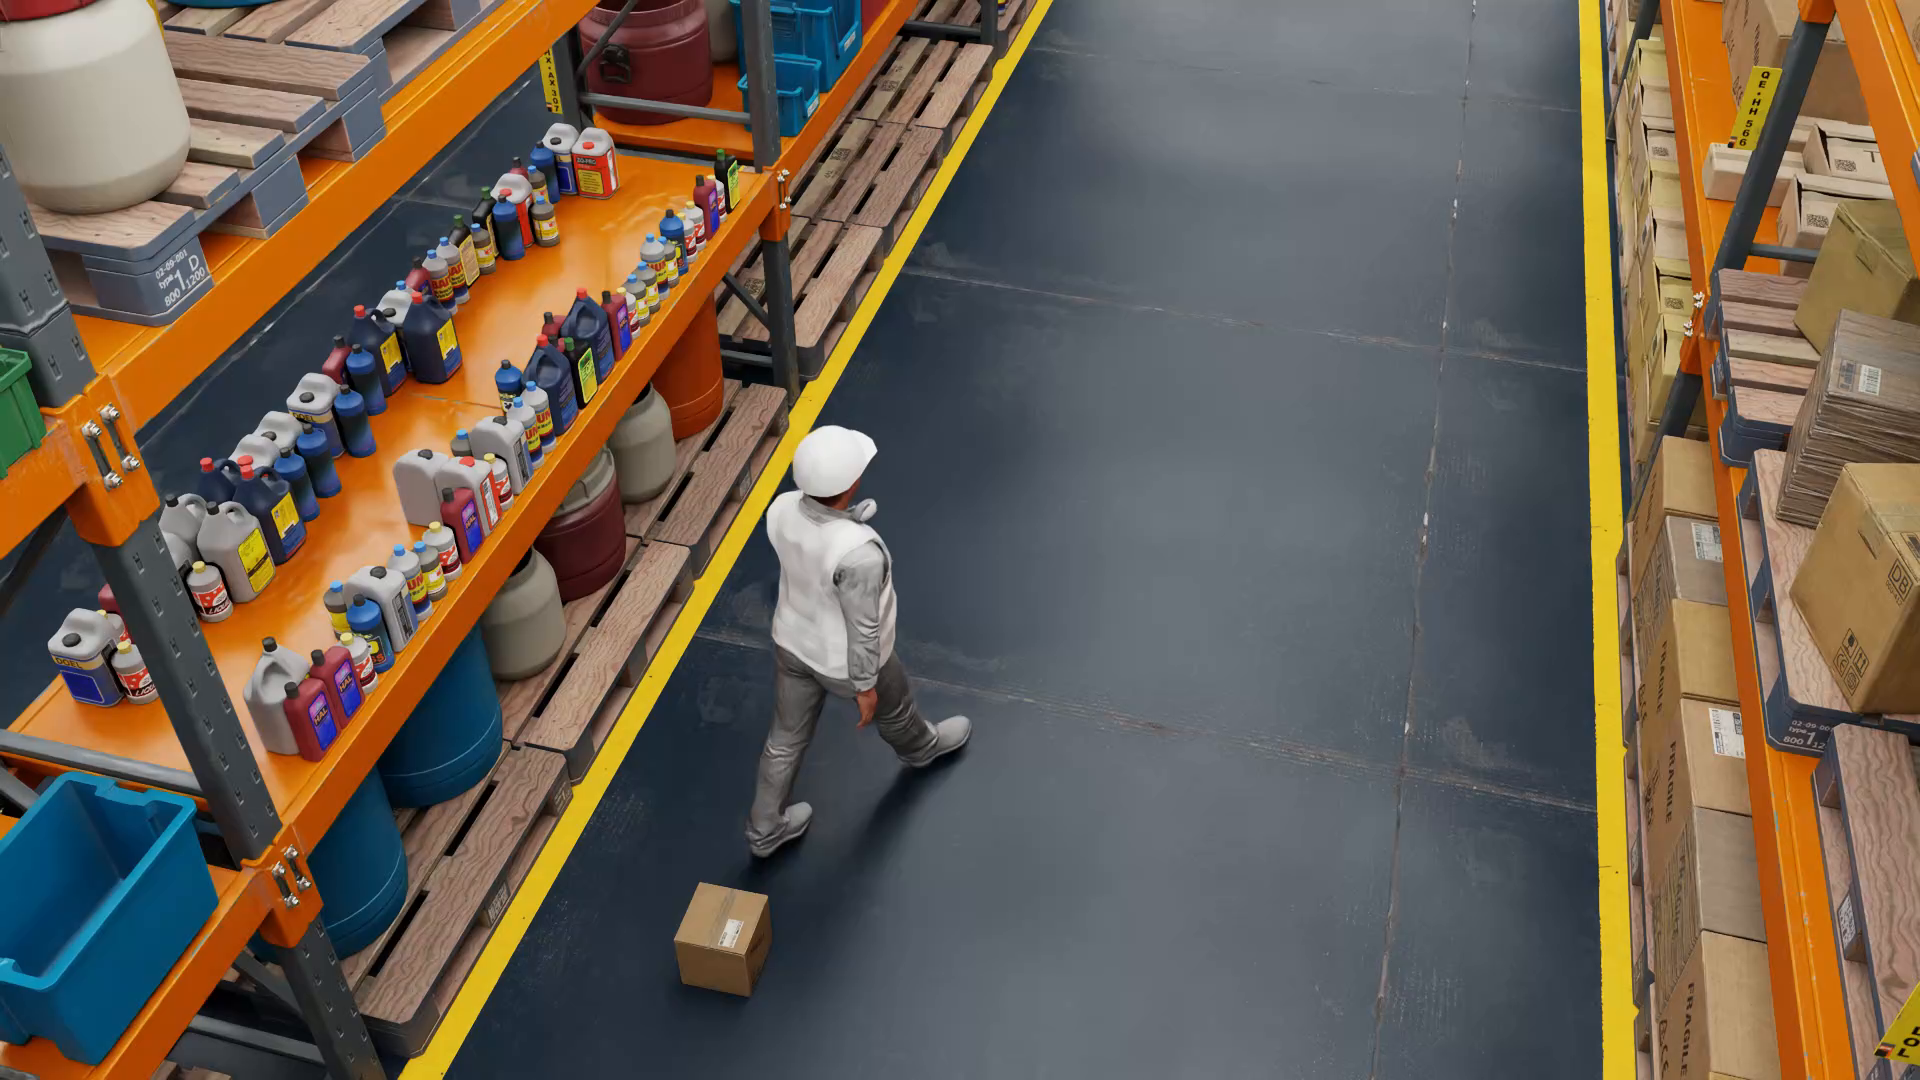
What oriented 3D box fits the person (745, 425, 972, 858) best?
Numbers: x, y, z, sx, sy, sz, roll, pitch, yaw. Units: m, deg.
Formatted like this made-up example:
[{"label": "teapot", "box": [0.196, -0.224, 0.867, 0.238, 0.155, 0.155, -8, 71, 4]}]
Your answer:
[{"label": "person", "box": [-0.400, 0.301, 5.784, 0.566, 1.722, 1.021, 28, 48, 29]}]
